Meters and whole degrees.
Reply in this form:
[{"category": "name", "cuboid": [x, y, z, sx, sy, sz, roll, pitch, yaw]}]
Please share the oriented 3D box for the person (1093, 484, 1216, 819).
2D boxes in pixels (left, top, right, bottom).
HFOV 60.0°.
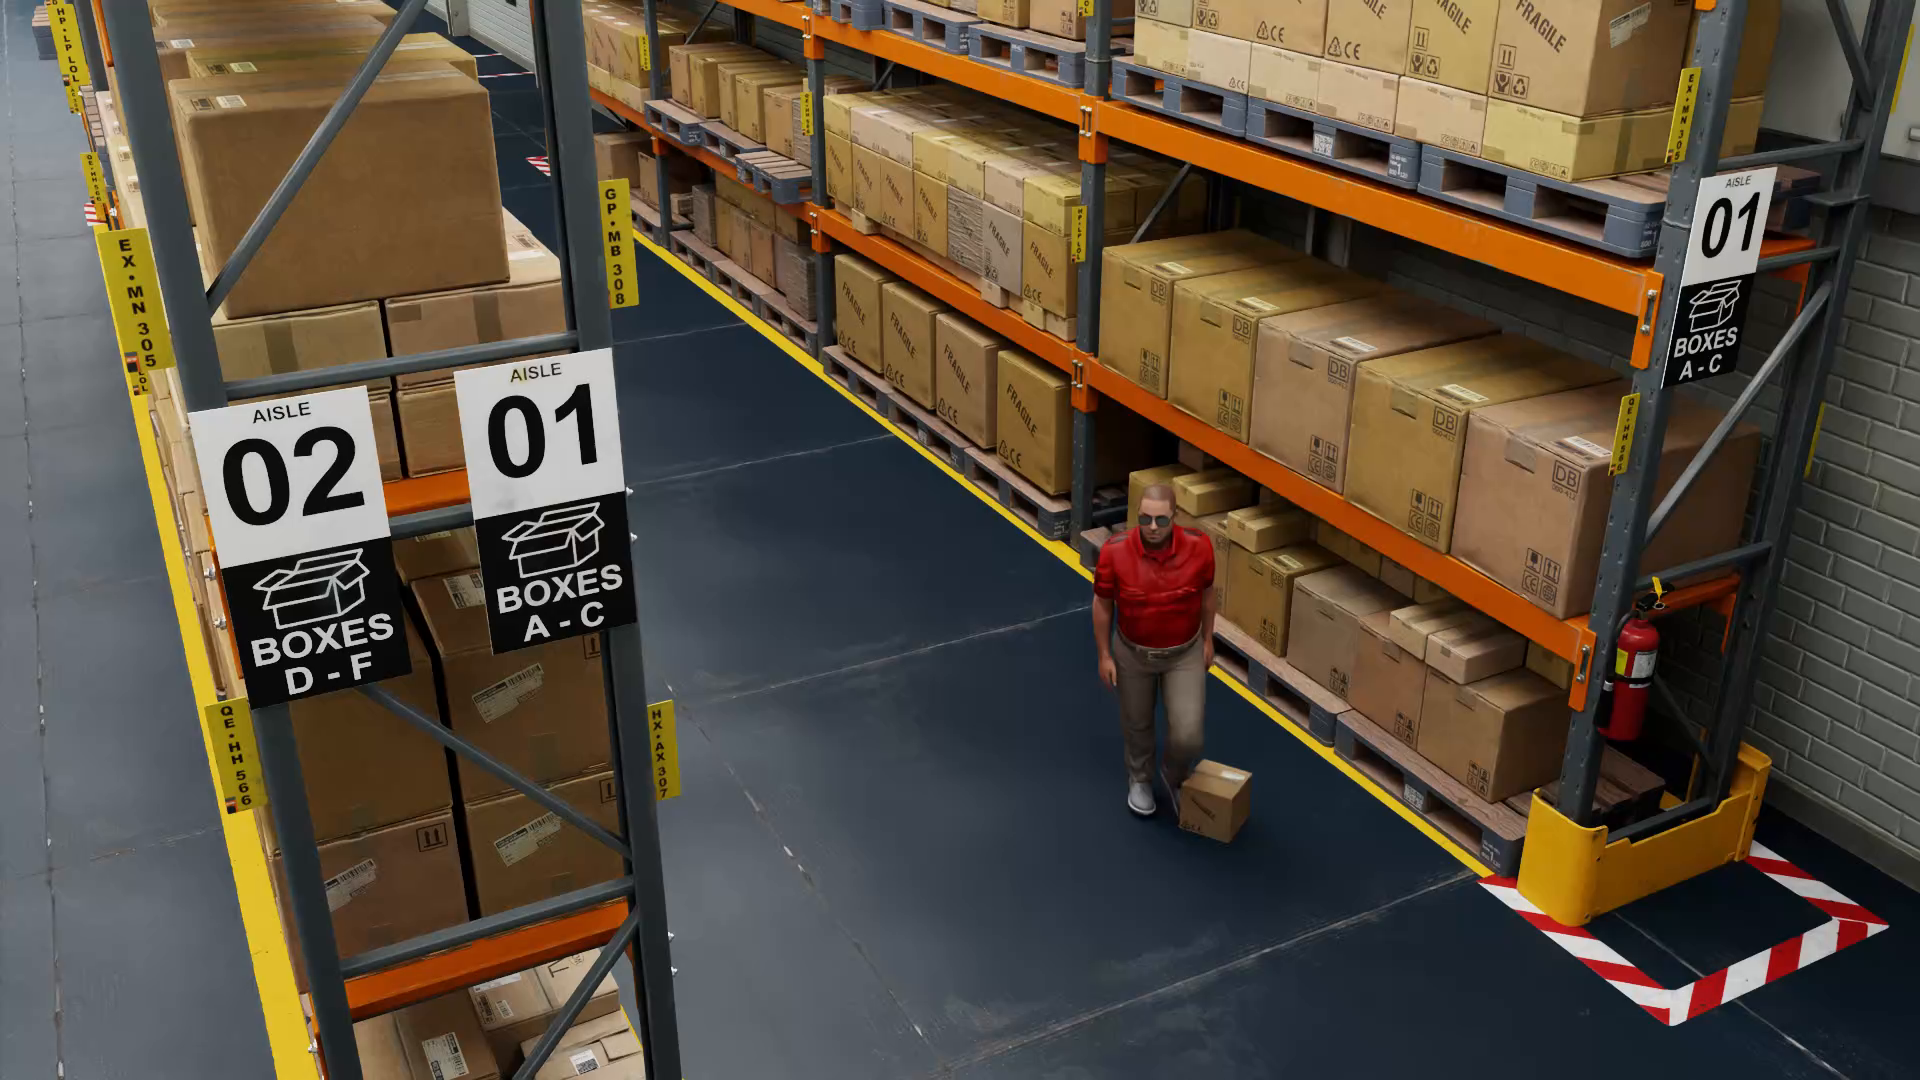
[{"category": "person", "cuboid": [0.874, 0.509, 7.521, 0.565, 1.714, 0.520, 2, 25, 5]}]
